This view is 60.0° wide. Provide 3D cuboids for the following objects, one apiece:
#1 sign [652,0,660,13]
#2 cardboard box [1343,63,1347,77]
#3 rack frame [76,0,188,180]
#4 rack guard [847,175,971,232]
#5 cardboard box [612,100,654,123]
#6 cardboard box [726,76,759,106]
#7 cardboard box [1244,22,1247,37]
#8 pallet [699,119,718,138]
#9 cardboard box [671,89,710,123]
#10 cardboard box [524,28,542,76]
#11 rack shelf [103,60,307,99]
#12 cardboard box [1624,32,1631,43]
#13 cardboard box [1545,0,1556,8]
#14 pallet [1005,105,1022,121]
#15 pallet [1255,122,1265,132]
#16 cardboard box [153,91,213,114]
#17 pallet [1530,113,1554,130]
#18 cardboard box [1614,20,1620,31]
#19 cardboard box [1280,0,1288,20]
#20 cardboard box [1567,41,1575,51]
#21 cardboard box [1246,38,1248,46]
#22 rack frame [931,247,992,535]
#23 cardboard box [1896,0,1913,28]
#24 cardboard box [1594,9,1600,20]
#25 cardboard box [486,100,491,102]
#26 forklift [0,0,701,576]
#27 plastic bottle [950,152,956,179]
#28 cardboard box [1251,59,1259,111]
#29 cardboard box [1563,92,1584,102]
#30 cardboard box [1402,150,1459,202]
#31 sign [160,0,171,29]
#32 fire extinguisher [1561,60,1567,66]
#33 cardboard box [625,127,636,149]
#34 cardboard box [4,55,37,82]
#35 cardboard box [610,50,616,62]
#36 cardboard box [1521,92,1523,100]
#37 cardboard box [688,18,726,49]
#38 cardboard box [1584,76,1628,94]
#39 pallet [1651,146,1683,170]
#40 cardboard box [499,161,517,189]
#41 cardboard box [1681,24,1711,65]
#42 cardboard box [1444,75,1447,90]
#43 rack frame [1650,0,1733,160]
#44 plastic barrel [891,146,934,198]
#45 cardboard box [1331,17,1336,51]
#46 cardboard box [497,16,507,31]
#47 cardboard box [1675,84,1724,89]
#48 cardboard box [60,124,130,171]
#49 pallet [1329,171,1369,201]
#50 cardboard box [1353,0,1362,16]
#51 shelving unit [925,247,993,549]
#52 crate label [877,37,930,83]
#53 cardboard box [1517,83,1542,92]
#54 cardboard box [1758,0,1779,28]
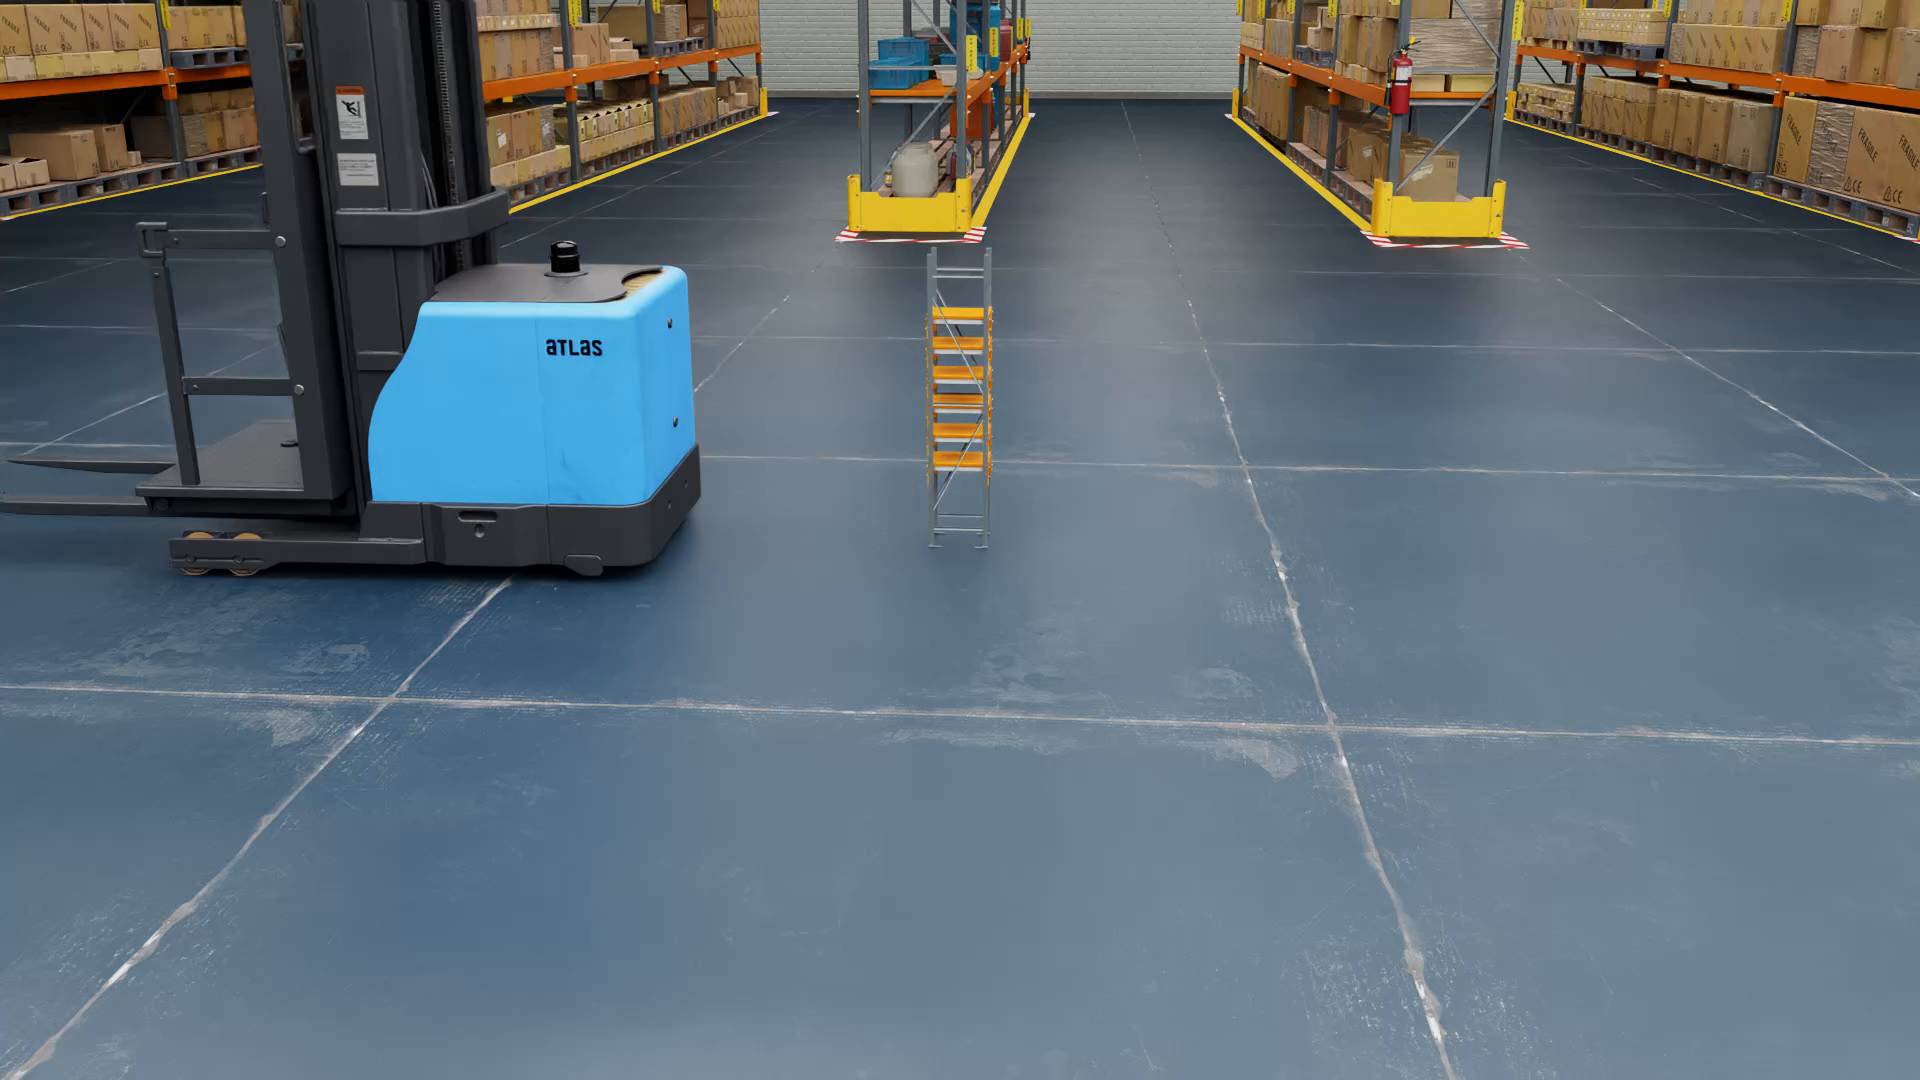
[{"bbox_3d":[-4.255,-7.546,23.275,0.100,0.325,0.005,1,18,4],"label":"sign"},{"bbox_3d":[4.448,-5.207,18.401,0.380,0.149,0.250,1,18,4],"label":"cardboard box"},{"bbox_3d":[-10.037,-5.874,20.032,1.000,3.000,0.127,1,18,4],"label":"rack frame"},{"bbox_3d":[-0.483,-3.247,16.030,1.175,0.500,0.348,1,18,4],"label":"rack guard"},{"bbox_3d":[-4.601,-5.998,23.252,0.500,0.311,0.500,2,18,5],"label":"cardboard box"},{"bbox_3d":[-4.029,-8.338,30.861,0.500,0.500,0.500,1,18,4],"label":"cardboard box"},{"bbox_3d":[5.311,-9.035,29.441,0.500,0.250,0.500,1,18,3],"label":"cardboard box"},{"bbox_3d":[-4.543,-6.670,26.942,1.003,0.211,1.213,1,18,4],"label":"pallet"},{"bbox_3d":[-4.315,-6.957,26.646,0.500,0.500,0.500,1,18,4],"label":"cardboard box"},{"bbox_3d":[-5.152,-5.510,18.761,0.700,0.500,0.500,1,18,3],"label":"cardboard box"},{"bbox_3d":[-9.893,-6.153,22.040,1.077,0.370,4.000,1,18,4],"label":"rack shelf"},{"bbox_3d":[9.648,-7.120,23.565,0.380,0.149,0.250,1,18,3],"label":"cardboard box"},{"bbox_3d":[10.166,-9.181,27.882,0.500,0.500,0.500,1,18,2],"label":"cardboard box"},{"bbox_3d":[0.607,-7.799,30.386,1.003,0.211,1.213,1,18,4],"label":"pallet"},{"bbox_3d":[5.491,-6.936,27.752,1.003,0.211,1.213,1,18,4],"label":"pallet"},{"bbox_3d":[-9.972,-5.617,21.352,0.500,0.250,0.500,1,18,3],"label":"cardboard box"},{"bbox_3d":[10.396,-7.149,28.401,1.003,0.211,1.213,1,18,4],"label":"pallet"},{"bbox_3d":[9.683,-7.428,24.027,0.380,0.149,0.250,2,18,5],"label":"cardboard box"},{"bbox_3d":[5.260,-8.140,25.175,0.797,0.503,0.637,1,18,5],"label":"cardboard box"},{"bbox_3d":[9.995,-7.942,26.746,0.380,0.149,0.250,1,18,2],"label":"cardboard box"},{"bbox_3d":[5.219,-8.728,29.145,0.380,0.149,0.250,1,18,3],"label":"cardboard box"},{"bbox_3d":[0.006,-0.594,6.809,0.240,1.200,0.006,1,18,4],"label":"rack frame"},{"bbox_3d":[9.627,-5.200,16.001,0.875,0.550,0.550,1,18,4],"label":"cardboard box"},{"bbox_3d":[9.756,-7.892,24.964,0.380,0.149,0.250,1,18,3],"label":"cardboard box"},{"bbox_3d":[-9.127,-8.393,31.060,0.700,0.500,0.500,1,18,4],"label":"cardboard box"},{"bbox_3d":[-2.672,-1.414,6.530,3.031,2.935,1.130,1,18,3],"label":"forklift"},{"bbox_3d":[-0.073,-4.156,18.446,0.061,0.283,0.133,1,18,4],"label":"plastic bottle"},{"bbox_3d":[5.614,-7.976,29.185,0.875,0.875,0.875,1,18,4],"label":"cardboard box"},{"bbox_3d":[10.043,-7.209,27.054,0.380,0.149,0.250,2,18,5],"label":"cardboard box"},{"bbox_3d":[4.560,-3.505,16.143,0.500,0.500,0.500,5,19,14],"label":"cardboard box"},{"bbox_3d":[-9.495,-6.276,19.868,0.100,0.325,0.005,1,18,4],"label":"sign"},{"bbox_3d":[11.064,-8.981,30.238,0.296,0.674,0.183,1,18,4],"label":"fire extinguisher"},{"bbox_3d":[-4.676,-5.415,22.372,0.500,0.250,0.500,2,18,5],"label":"cardboard box"},{"bbox_3d":[-9.949,-4.876,17.195,0.500,0.250,0.500,1,18,2],"label":"cardboard box"},{"bbox_3d":[-4.844,-6.490,22.316,0.380,0.149,0.250,3,18,8],"label":"cardboard box"},{"bbox_3d":[10.292,-7.956,29.813,0.380,0.149,0.250,2,18,6],"label":"cardboard box"},{"bbox_3d":[-4.214,-8.449,27.730,0.500,0.500,0.500,2,18,5],"label":"cardboard box"},{"bbox_3d":[9.982,-7.029,25.693,0.500,0.250,0.500,0,18,1],"label":"cardboard box"},{"bbox_3d":[9.880,-5.074,22.069,1.003,0.211,1.213,1,18,4],"label":"pallet"},{"bbox_3d":[-5.054,-3.887,17.711,0.500,0.250,0.500,1,18,4],"label":"cardboard box"},{"bbox_3d":[9.677,-6.399,21.473,0.500,0.500,0.500,1,18,3],"label":"cardboard box"},{"bbox_3d":[4.794,-4.341,15.757,0.380,0.149,0.250,1,18,4],"label":"cardboard box"},{"bbox_3d":[10.012,-6.642,22.377,1.000,3.000,0.127,1,18,4],"label":"rack frame"},{"bbox_3d":[-0.471,-3.634,16.517,0.421,0.512,0.421,0,18,0],"label":"plastic barrel"},{"bbox_3d":[4.982,-6.270,19.604,1.000,1.000,1.000,1,18,4],"label":"cardboard box"},{"bbox_3d":[-5.028,-5.472,17.604,0.380,0.149,0.250,1,18,4],"label":"cardboard box"},{"bbox_3d":[10.303,-6.219,23.222,0.500,0.250,0.500,0,18,1],"label":"cardboard box"},{"bbox_3d":[-10.071,-4.572,19.366,0.500,0.500,0.500,0,18,0],"label":"cardboard box"},{"bbox_3d":[4.772,-4.008,18.815,1.003,0.211,1.213,1,18,4],"label":"pallet"},{"bbox_3d":[4.428,-5.762,17.445,0.500,0.500,0.500,1,18,4],"label":"cardboard box"},{"bbox_3d":[-0.001,-0.566,6.722,0.258,1.200,0.189,1,18,4],"label":"shelving unit"},{"bbox_3d":[-0.580,-5.005,17.323,0.502,0.435,0.616,1,18,4],"label":"crate label"},{"bbox_3d":[10.209,-8.099,29.773,0.380,0.149,0.250,0,18,1],"label":"cardboard box"},{"bbox_3d":[9.790,-6.237,19.373,0.700,0.500,0.500,1,18,3],"label":"cardboard box"}]
